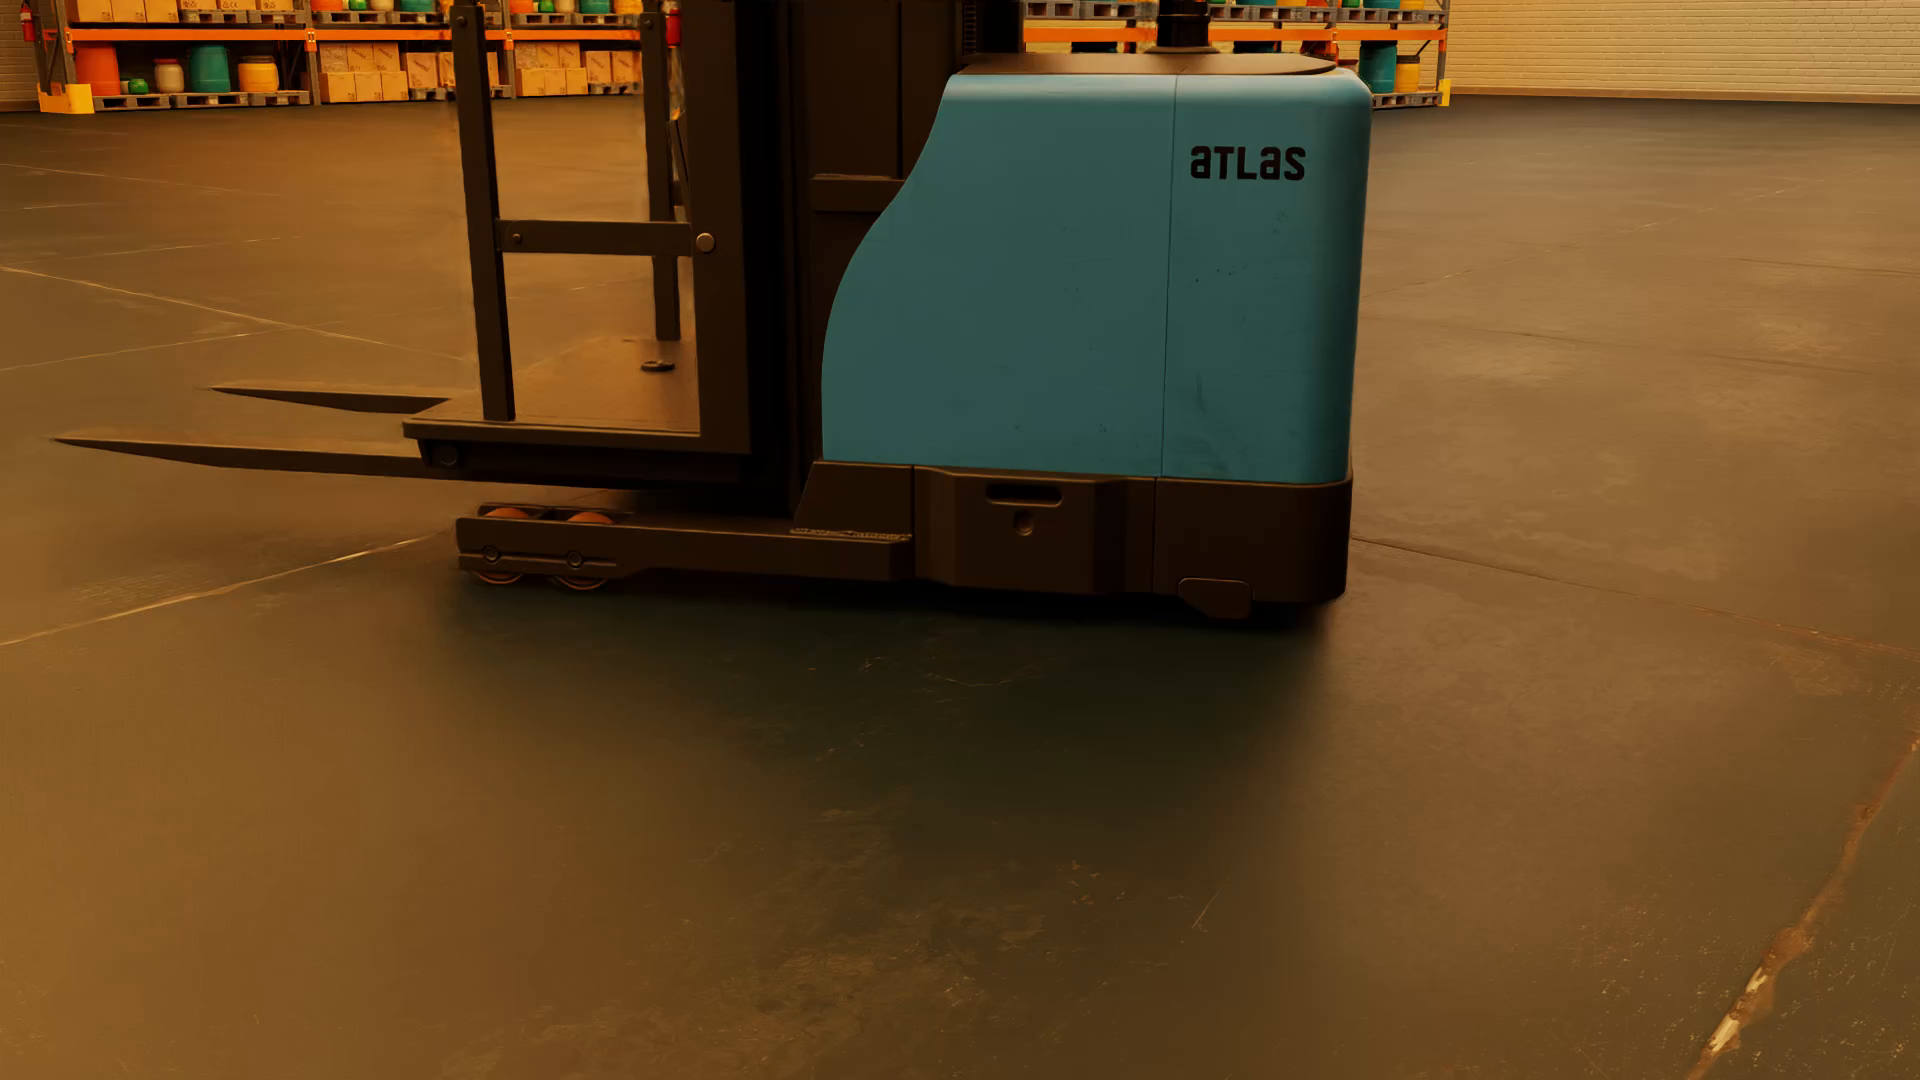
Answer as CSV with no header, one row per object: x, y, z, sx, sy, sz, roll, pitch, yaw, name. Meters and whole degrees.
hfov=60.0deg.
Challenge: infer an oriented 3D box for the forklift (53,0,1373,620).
-0.623,-1.440,3.638,3.031,2.935,1.130,3,17,11,forklift
